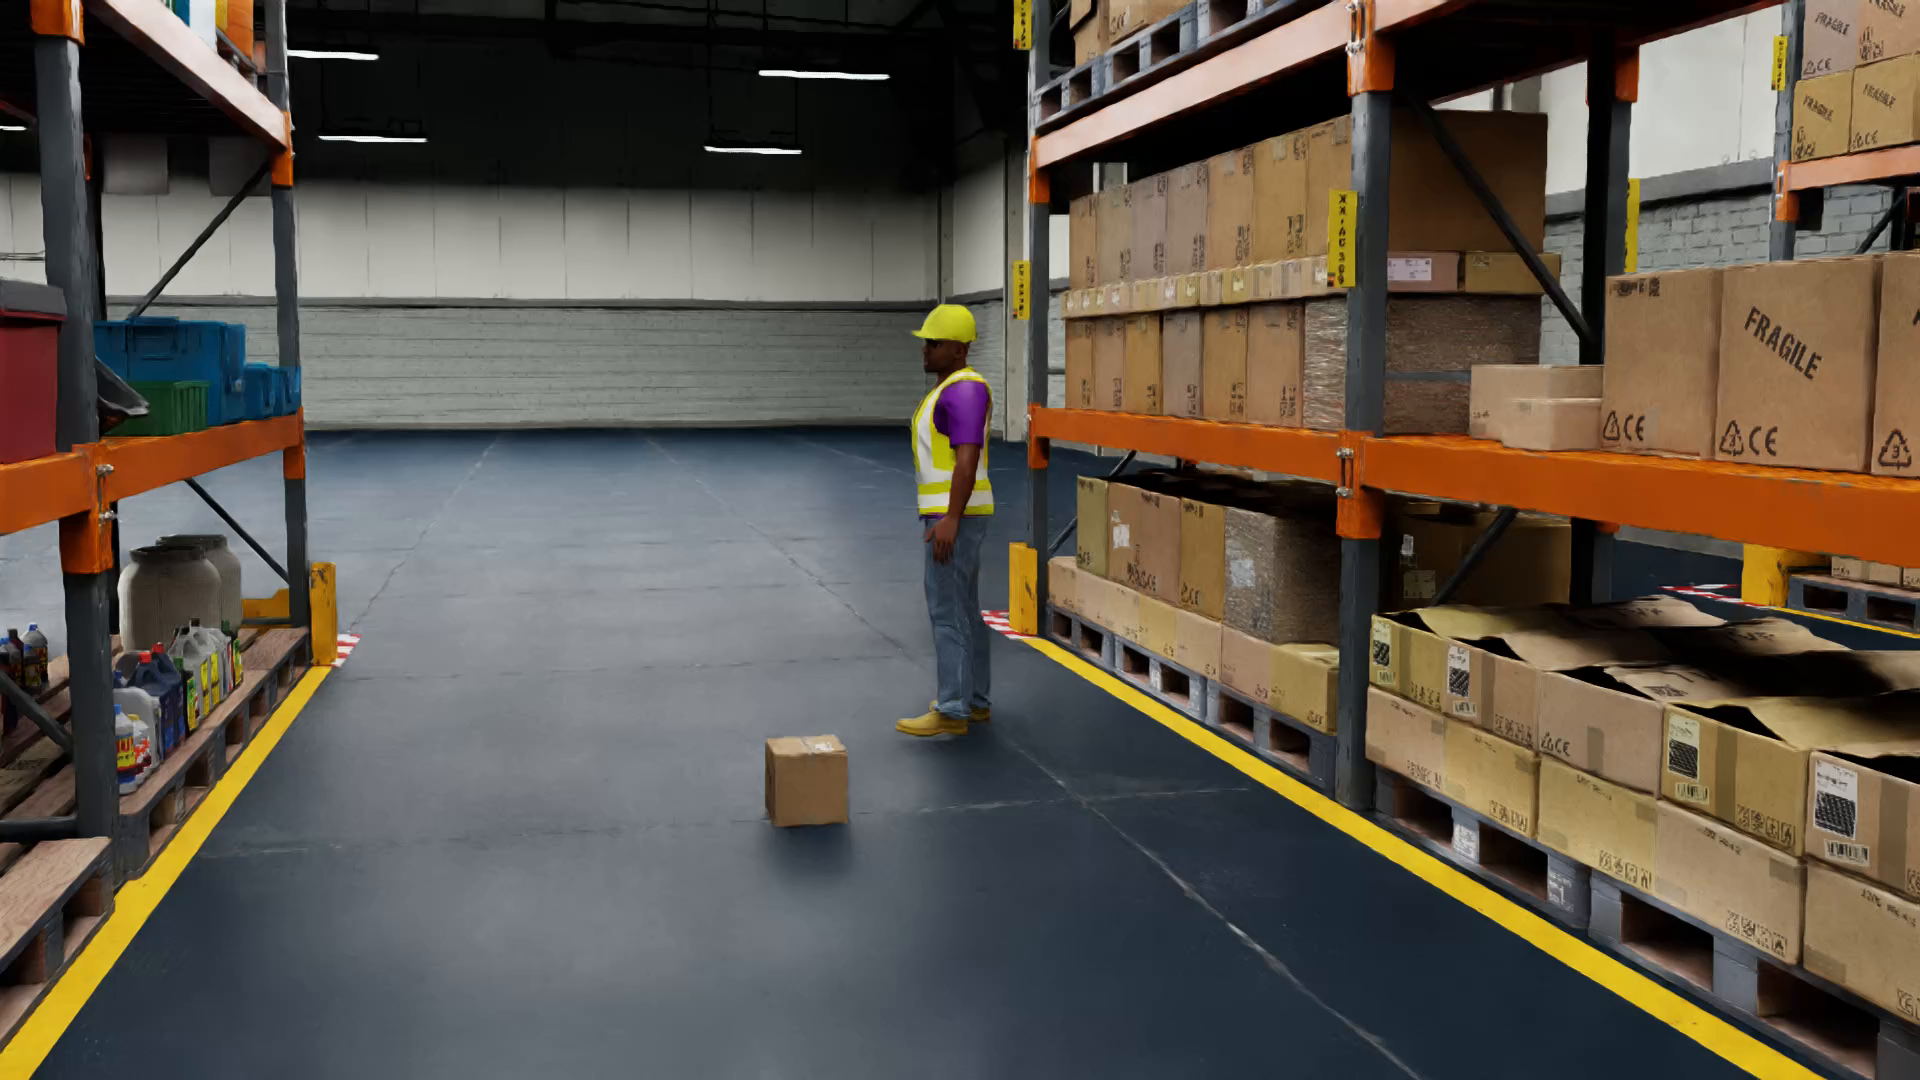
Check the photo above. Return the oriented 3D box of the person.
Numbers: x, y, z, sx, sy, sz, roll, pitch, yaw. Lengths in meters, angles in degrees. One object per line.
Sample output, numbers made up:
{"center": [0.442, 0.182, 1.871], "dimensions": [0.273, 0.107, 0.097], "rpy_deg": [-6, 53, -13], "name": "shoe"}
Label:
{"center": [-0.063, -0.091, 6.929], "dimensions": [0.419, 1.768, 0.631], "rpy_deg": [0, 6, -2], "name": "person"}
